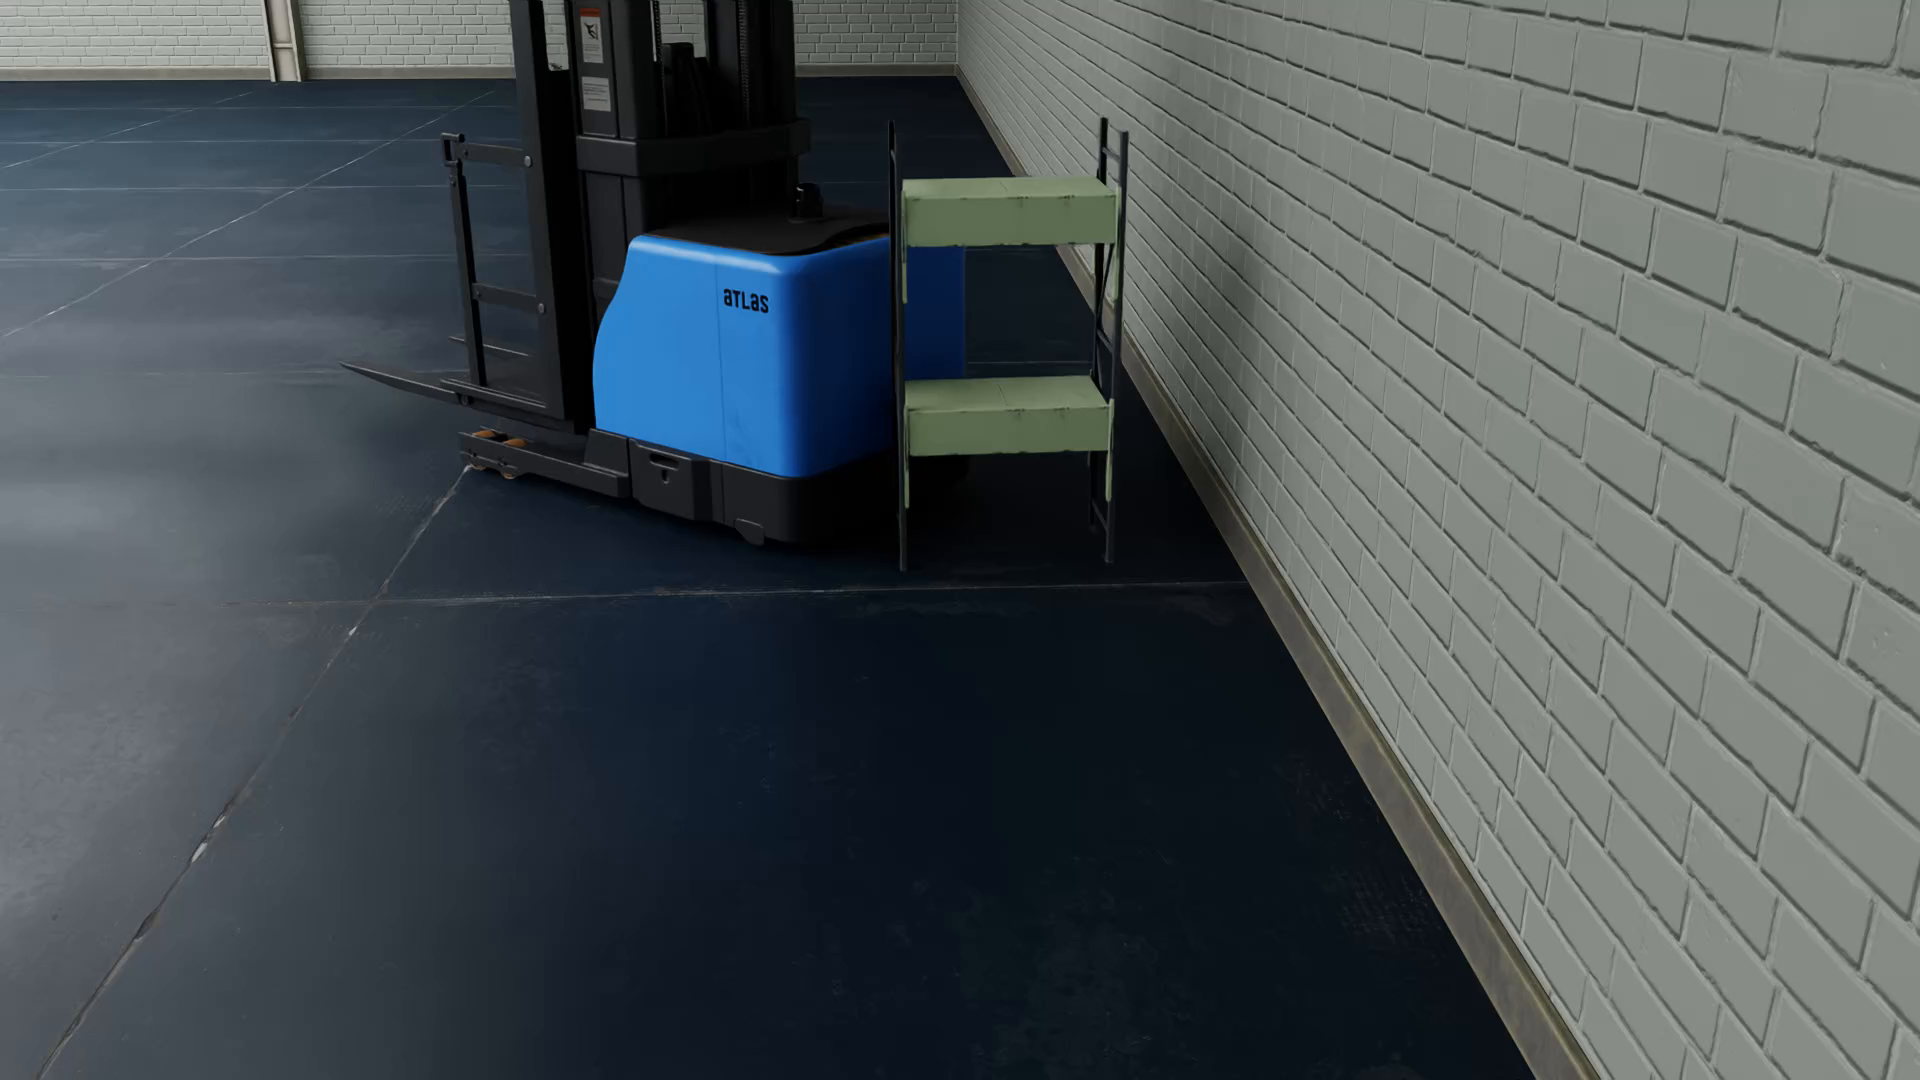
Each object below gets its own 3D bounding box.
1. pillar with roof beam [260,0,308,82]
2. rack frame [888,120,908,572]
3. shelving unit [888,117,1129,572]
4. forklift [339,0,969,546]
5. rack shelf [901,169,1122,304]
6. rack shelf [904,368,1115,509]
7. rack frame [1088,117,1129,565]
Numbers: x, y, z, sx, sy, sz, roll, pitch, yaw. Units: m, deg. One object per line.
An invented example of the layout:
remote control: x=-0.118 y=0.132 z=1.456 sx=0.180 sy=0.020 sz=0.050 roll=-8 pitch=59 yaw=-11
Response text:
pillar with roof beam: x=-8.760 y=-8.856 z=16.735 sx=0.400 sy=9.000 sz=9.100 roll=-1 pitch=21 yaw=-3
rack frame: x=-0.215 y=-0.658 z=5.743 sx=0.023 sy=1.500 sz=0.400 roll=-2 pitch=21 yaw=-5
shelving unit: x=0.149 y=-0.672 z=5.777 sx=0.755 sy=1.500 sz=0.431 roll=-2 pitch=21 yaw=-5
forklift: x=-1.448 y=-1.749 z=6.596 sx=3.031 sy=2.935 sz=1.130 roll=15 pitch=25 yaw=34
rack shelf: x=0.149 y=-1.036 z=5.638 sx=0.720 sy=0.370 sz=0.431 roll=-2 pitch=21 yaw=-5
rack shelf: x=0.149 y=-0.367 z=5.893 sx=0.720 sy=0.370 sz=0.431 roll=-2 pitch=21 yaw=-5
rack frame: x=0.513 y=-0.685 z=5.811 sx=0.023 sy=1.500 sz=0.400 roll=-2 pitch=21 yaw=-5
